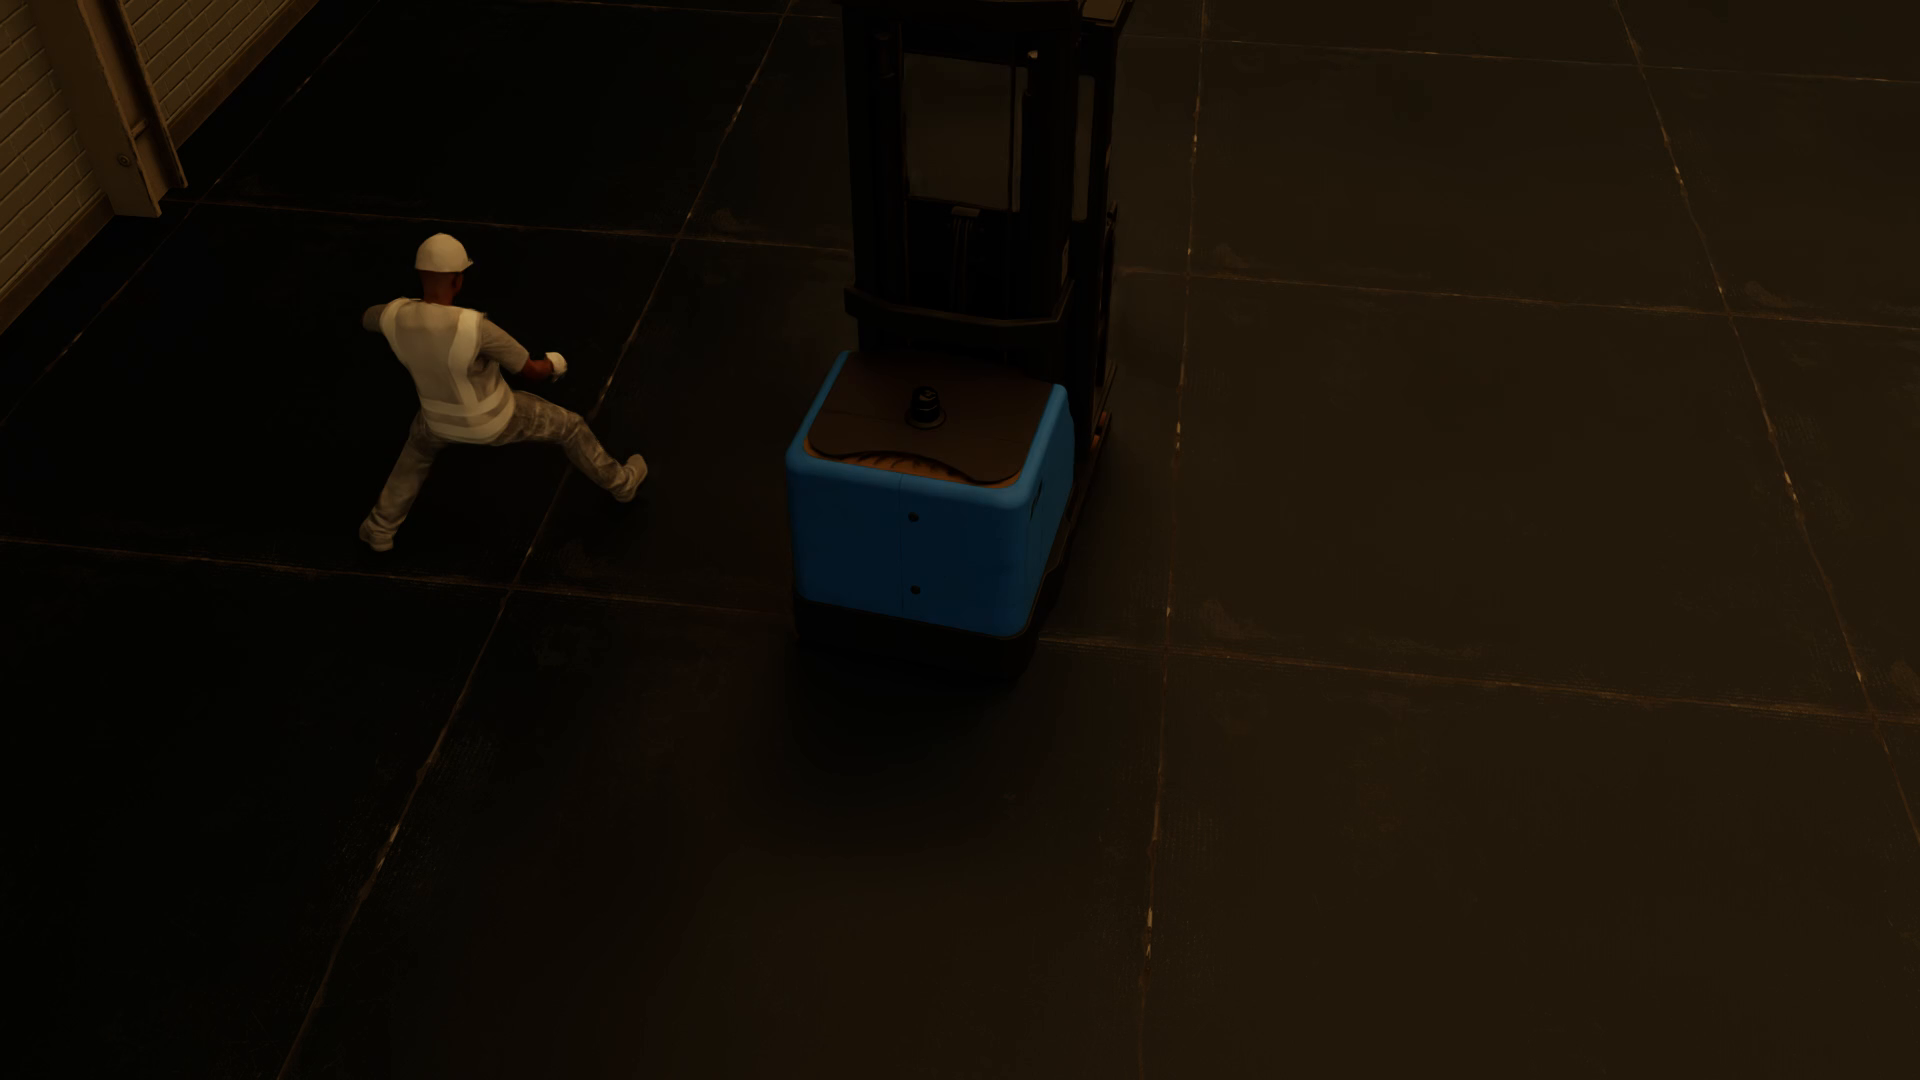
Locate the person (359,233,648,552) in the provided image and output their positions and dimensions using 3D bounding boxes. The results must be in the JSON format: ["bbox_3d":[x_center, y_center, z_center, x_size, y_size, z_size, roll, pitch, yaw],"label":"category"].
[{"bbox_3d":[-2.199,-0.725,7.519,1.162,1.585,1.010,12,44,13],"label":"person"}]

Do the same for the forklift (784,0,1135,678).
[{"bbox_3d":[0.144,-1.498,7.355,1.130,2.935,3.031,10,44,11],"label":"forklift"}]
